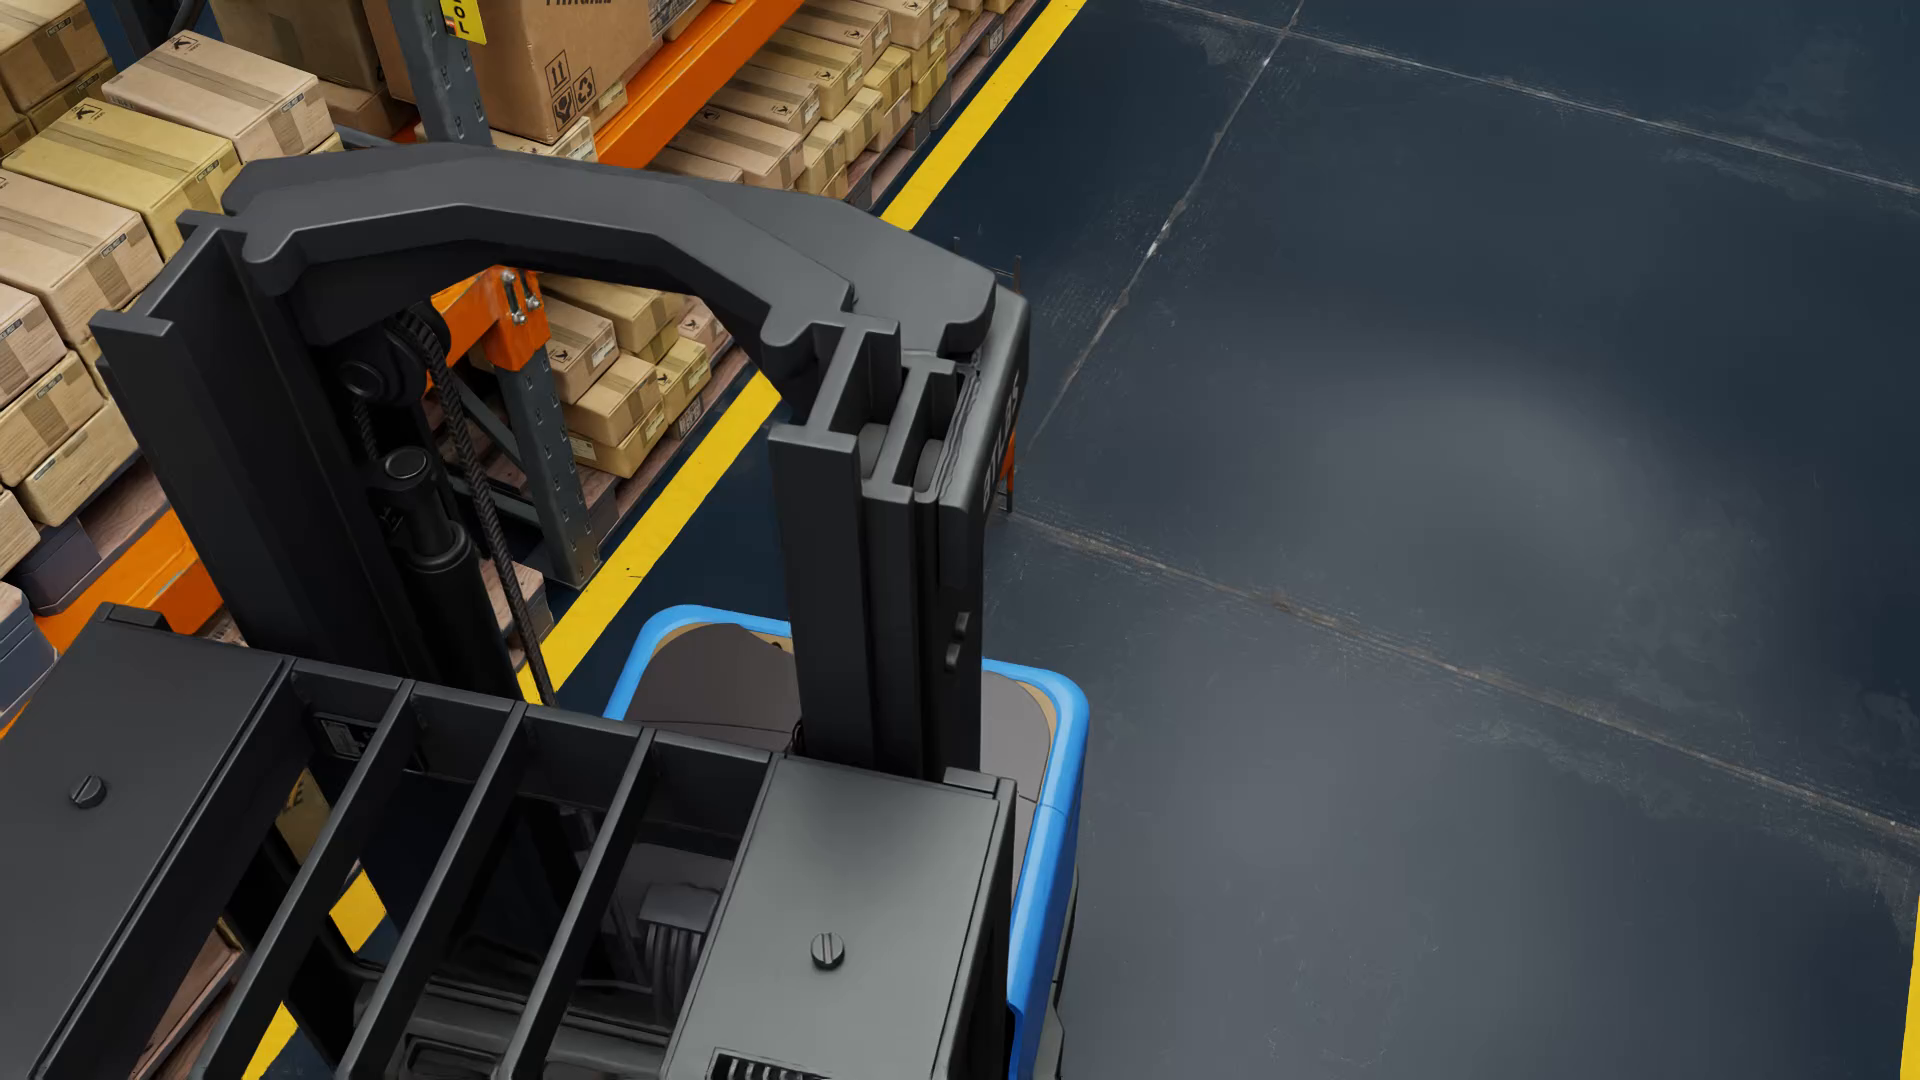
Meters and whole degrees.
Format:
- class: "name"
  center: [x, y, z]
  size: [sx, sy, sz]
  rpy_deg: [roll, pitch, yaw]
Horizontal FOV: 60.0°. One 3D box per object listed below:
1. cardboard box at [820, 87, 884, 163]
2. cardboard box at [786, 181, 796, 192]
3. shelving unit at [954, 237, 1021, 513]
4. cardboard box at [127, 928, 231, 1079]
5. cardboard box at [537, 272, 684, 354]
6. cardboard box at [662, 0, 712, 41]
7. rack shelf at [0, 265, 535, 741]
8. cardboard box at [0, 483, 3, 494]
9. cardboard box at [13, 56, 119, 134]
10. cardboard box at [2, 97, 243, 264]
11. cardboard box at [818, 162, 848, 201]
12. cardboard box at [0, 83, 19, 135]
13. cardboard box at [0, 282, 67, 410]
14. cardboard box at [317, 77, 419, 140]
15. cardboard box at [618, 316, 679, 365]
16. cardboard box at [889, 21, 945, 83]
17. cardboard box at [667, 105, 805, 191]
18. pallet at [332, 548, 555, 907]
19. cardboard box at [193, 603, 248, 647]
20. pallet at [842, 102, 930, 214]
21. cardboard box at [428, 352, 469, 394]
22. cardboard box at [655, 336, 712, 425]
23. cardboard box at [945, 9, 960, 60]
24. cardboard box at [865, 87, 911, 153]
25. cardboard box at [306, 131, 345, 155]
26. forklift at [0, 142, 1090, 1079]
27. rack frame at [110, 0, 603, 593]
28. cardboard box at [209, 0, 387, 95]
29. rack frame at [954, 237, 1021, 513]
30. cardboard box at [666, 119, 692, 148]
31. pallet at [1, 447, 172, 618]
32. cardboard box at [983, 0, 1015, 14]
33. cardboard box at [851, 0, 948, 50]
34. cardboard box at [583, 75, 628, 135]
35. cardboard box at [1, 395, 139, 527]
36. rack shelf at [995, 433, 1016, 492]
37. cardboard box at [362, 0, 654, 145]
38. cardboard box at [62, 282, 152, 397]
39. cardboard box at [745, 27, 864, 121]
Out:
- class: "cardboard box"
  center: [-0.499, -1.534, 5.987]
  size: [0.380, 0.149, 0.250]
  rpy_deg: [20, 53, 16]
- class: "cardboard box"
  center: [-0.792, -1.219, 5.719]
  size: [0.380, 0.149, 0.250]
  rpy_deg: [22, 53, 18]
- class: "shelving unit"
  center: [0.023, -0.377, 4.882]
  size: [0.215, 1.050, 0.252]
  rpy_deg: [20, 52, 16]
- class: "cardboard box"
  center: [-2.122, 0.955, 3.834]
  size: [0.500, 0.500, 0.500]
  rpy_deg: [19, 52, 15]
- class: "cardboard box"
  center: [-1.086, -0.761, 5.133]
  size: [0.380, 0.149, 0.250]
  rpy_deg: [22, 53, 18]
- class: "cardboard box"
  center: [-0.943, -1.611, 4.816]
  size: [0.380, 0.149, 0.250]
  rpy_deg: [18, 52, 14]
- class: "rack shelf"
  center: [-2.446, 0.595, 3.247]
  size: [1.077, 0.370, 4.000]
  rpy_deg: [20, 52, 16]
- class: "cardboard box"
  center: [-2.028, -0.108, 3.067]
  size: [0.380, 0.149, 0.250]
  rpy_deg: [17, 52, 14]
- class: "cardboard box"
  center: [-2.175, -1.045, 3.864]
  size: [0.380, 0.149, 0.250]
  rpy_deg: [21, 53, 17]
- class: "cardboard box"
  center: [-1.700, -0.738, 3.407]
  size: [0.380, 0.149, 0.250]
  rpy_deg: [18, 52, 15]
- class: "cardboard box"
  center: [-0.628, -1.281, 5.966]
  size: [0.380, 0.149, 0.250]
  rpy_deg: [19, 52, 15]
- class: "cardboard box"
  center: [-2.289, -0.947, 3.585]
  size: [0.380, 0.149, 0.250]
  rpy_deg: [21, 53, 17]
- class: "cardboard box"
  center: [-1.924, -0.380, 3.102]
  size: [0.380, 0.149, 0.250]
  rpy_deg: [20, 52, 16]
- class: "cardboard box"
  center: [-1.681, -1.207, 4.473]
  size: [0.380, 0.149, 0.250]
  rpy_deg: [19, 52, 16]
- class: "cardboard box"
  center: [-1.120, -0.673, 5.254]
  size: [0.380, 0.149, 0.250]
  rpy_deg: [20, 53, 16]
- class: "cardboard box"
  center: [-0.280, -1.903, 6.301]
  size: [0.380, 0.149, 0.250]
  rpy_deg: [21, 53, 17]
- class: "cardboard box"
  center: [-0.749, -1.287, 5.581]
  size: [0.380, 0.149, 0.250]
  rpy_deg: [21, 53, 17]
- class: "pallet"
  center: [-1.923, 0.425, 4.750]
  size: [1.003, 0.211, 1.213]
  rpy_deg: [20, 52, 16]
- class: "cardboard box"
  center: [-1.912, 0.360, 3.847]
  size: [0.500, 0.250, 0.500]
  rpy_deg: [22, 53, 18]
- class: "pallet"
  center: [-0.816, -1.429, 6.327]
  size: [1.003, 0.211, 1.213]
  rpy_deg: [20, 52, 16]
- class: "cardboard box"
  center: [-1.744, -0.645, 5.230]
  size: [0.380, 0.149, 0.250]
  rpy_deg: [21, 53, 17]
- class: "cardboard box"
  center: [-1.031, -0.557, 5.351]
  size: [0.380, 0.149, 0.250]
  rpy_deg: [21, 53, 17]
- class: "cardboard box"
  center: [-0.221, -2.014, 6.590]
  size: [0.380, 0.149, 0.250]
  rpy_deg: [20, 53, 16]
- class: "cardboard box"
  center: [-0.409, -1.636, 6.269]
  size: [0.380, 0.149, 0.250]
  rpy_deg: [21, 53, 17]
- class: "cardboard box"
  center: [-1.583, -0.829, 3.679]
  size: [0.380, 0.149, 0.250]
  rpy_deg: [21, 53, 17]
- class: "forklift"
  center: [-0.535, 1.055, 2.428]
  size: [1.130, 2.935, 3.031]
  rpy_deg: [10, 50, 8]
- class: "rack frame"
  center: [-1.591, -1.016, 4.145]
  size: [1.000, 3.000, 0.127]
  rpy_deg: [20, 52, 16]
- class: "cardboard box"
  center: [-1.640, -1.569, 4.355]
  size: [0.500, 0.500, 0.500]
  rpy_deg: [20, 52, 16]
- class: "rack frame"
  center: [0.075, -0.461, 4.953]
  size: [0.200, 1.050, 0.008]
  rpy_deg: [20, 52, 16]
- class: "cardboard box"
  center: [-1.122, -1.526, 5.980]
  size: [0.380, 0.149, 0.250]
  rpy_deg: [18, 52, 14]
- class: "pallet"
  center: [-2.049, -0.475, 3.810]
  size: [1.003, 0.211, 1.213]
  rpy_deg: [20, 52, 16]
- class: "cardboard box"
  center: [0.063, -2.342, 6.869]
  size: [0.380, 0.149, 0.250]
  rpy_deg: [21, 53, 17]
- class: "cardboard box"
  center: [-0.267, -1.993, 6.182]
  size: [0.380, 0.149, 0.250]
  rpy_deg: [22, 53, 17]
- class: "cardboard box"
  center: [-1.131, -1.225, 4.488]
  size: [0.380, 0.149, 0.250]
  rpy_deg: [21, 53, 17]
- class: "cardboard box"
  center: [-1.908, -0.210, 3.348]
  size: [0.380, 0.149, 0.250]
  rpy_deg: [17, 52, 14]
- class: "rack shelf"
  center: [0.023, -0.190, 5.101]
  size: [0.215, 0.259, 0.240]
  rpy_deg: [20, 52, 16]
- class: "cardboard box"
  center: [-1.152, -1.404, 4.214]
  size: [0.500, 0.500, 0.500]
  rpy_deg: [19, 52, 15]
- class: "cardboard box"
  center: [-1.803, -0.477, 3.380]
  size: [0.380, 0.149, 0.250]
  rpy_deg: [22, 53, 18]
- class: "cardboard box"
  center: [-0.566, -1.658, 5.897]
  size: [0.380, 0.149, 0.250]
  rpy_deg: [20, 52, 16]
